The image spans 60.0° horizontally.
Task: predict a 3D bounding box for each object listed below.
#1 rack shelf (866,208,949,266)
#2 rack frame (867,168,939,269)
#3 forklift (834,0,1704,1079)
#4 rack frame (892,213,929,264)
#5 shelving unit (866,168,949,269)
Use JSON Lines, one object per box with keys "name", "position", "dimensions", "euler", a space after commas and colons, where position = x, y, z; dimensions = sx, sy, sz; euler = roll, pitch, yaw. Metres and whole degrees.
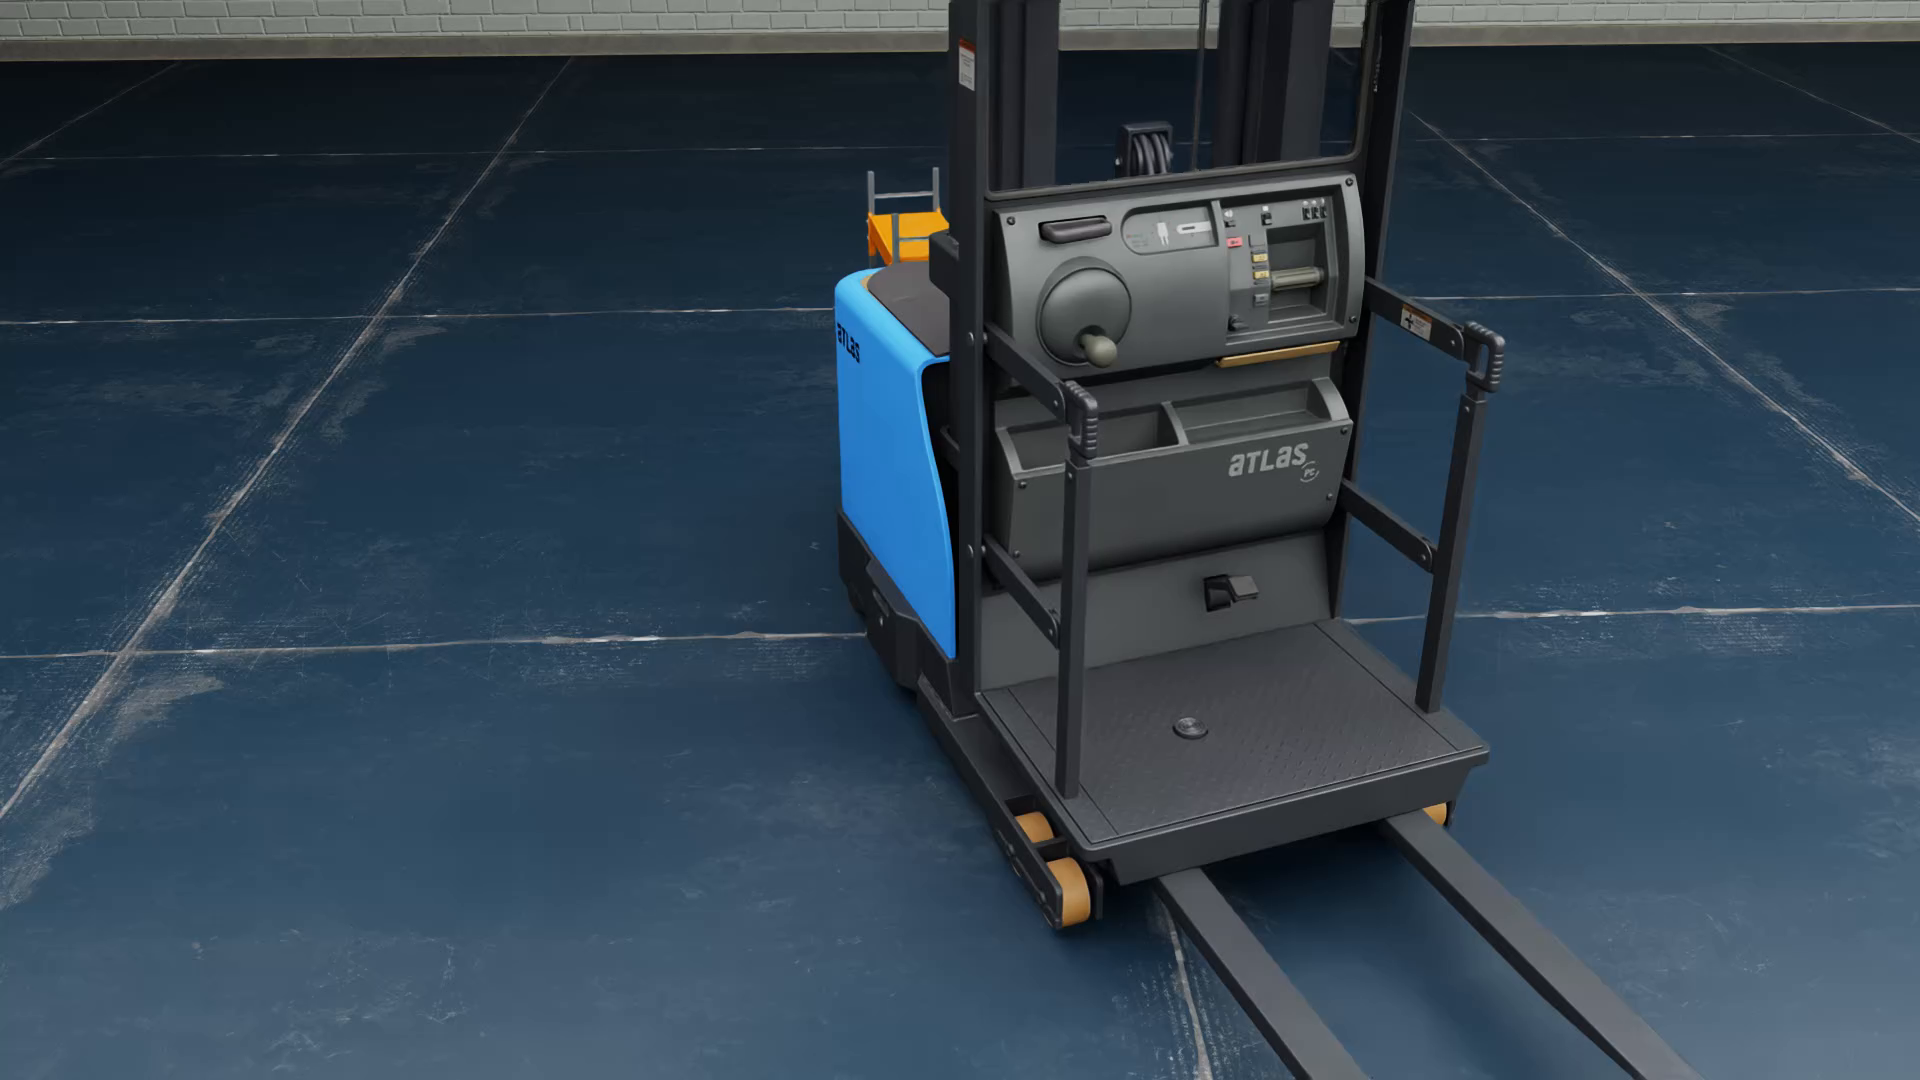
{"name": "rack shelf", "position": [-0.139, -0.930, 5.387], "dimensions": [0.258, 0.148, 0.480], "euler": [-5, 28, -10]}
{"name": "rack frame", "position": [-0.188, -0.693, 5.780], "dimensions": [0.240, 1.200, 0.015], "euler": [-5, 28, -10]}
{"name": "forklift", "position": [0.612, -0.592, 3.716], "dimensions": [1.130, 2.935, 3.031], "euler": [-10, 29, -19]}
{"name": "rack frame", "position": [-0.089, -0.472, 5.357], "dimensions": [0.240, 1.200, 0.015], "euler": [-5, 28, -10]}
{"name": "shelving unit", "position": [-0.139, -0.582, 5.569], "dimensions": [0.258, 1.200, 0.503], "euler": [-5, 28, -10]}
